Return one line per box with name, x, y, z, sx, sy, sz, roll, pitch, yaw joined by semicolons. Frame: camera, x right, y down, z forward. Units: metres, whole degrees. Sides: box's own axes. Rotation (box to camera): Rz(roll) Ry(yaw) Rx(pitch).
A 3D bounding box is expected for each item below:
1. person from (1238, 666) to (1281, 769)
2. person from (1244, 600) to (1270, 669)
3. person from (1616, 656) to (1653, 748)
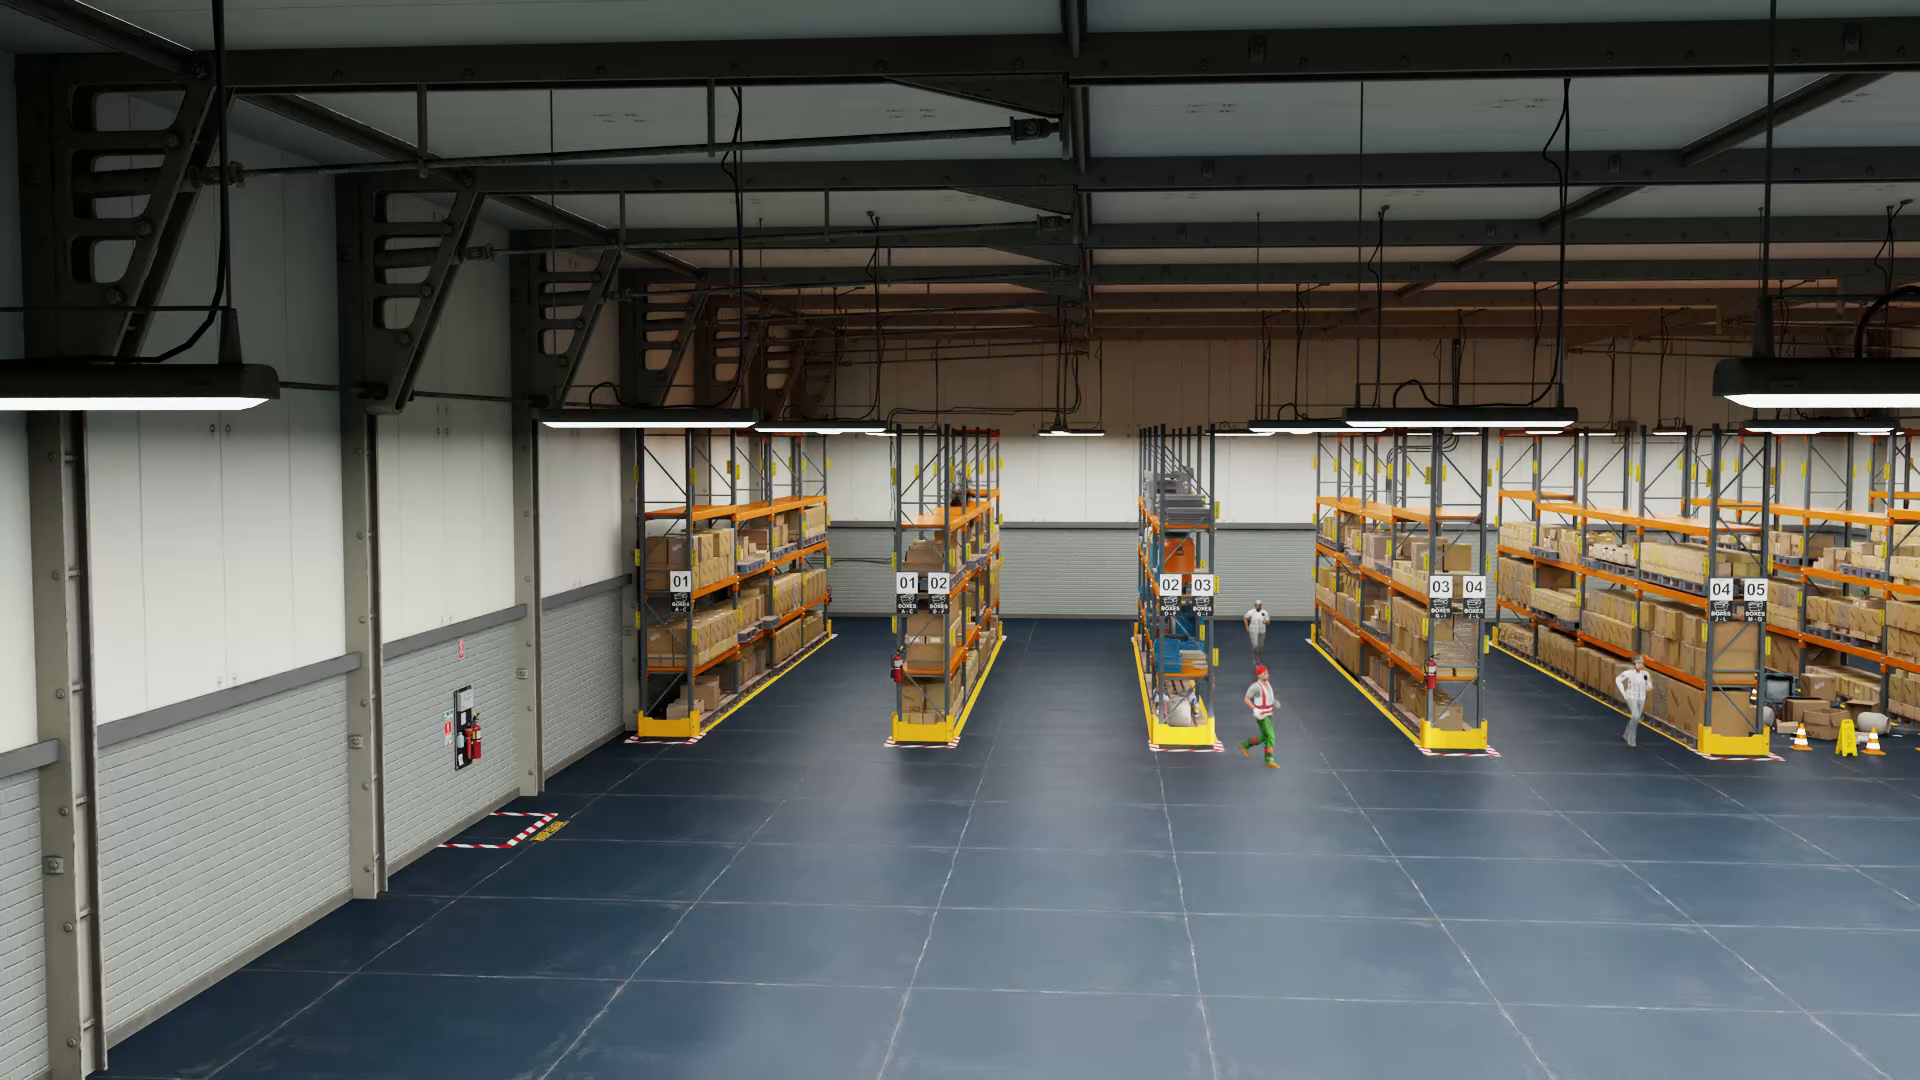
person;5.253;3.075;29.063;0.816;1.779;0.646;3;4;37
person;7.448;2.358;41.653;0.583;1.726;0.774;0;4;-8
person;12.600;3.001;31.013;0.596;1.712;0.736;0;3;-5
